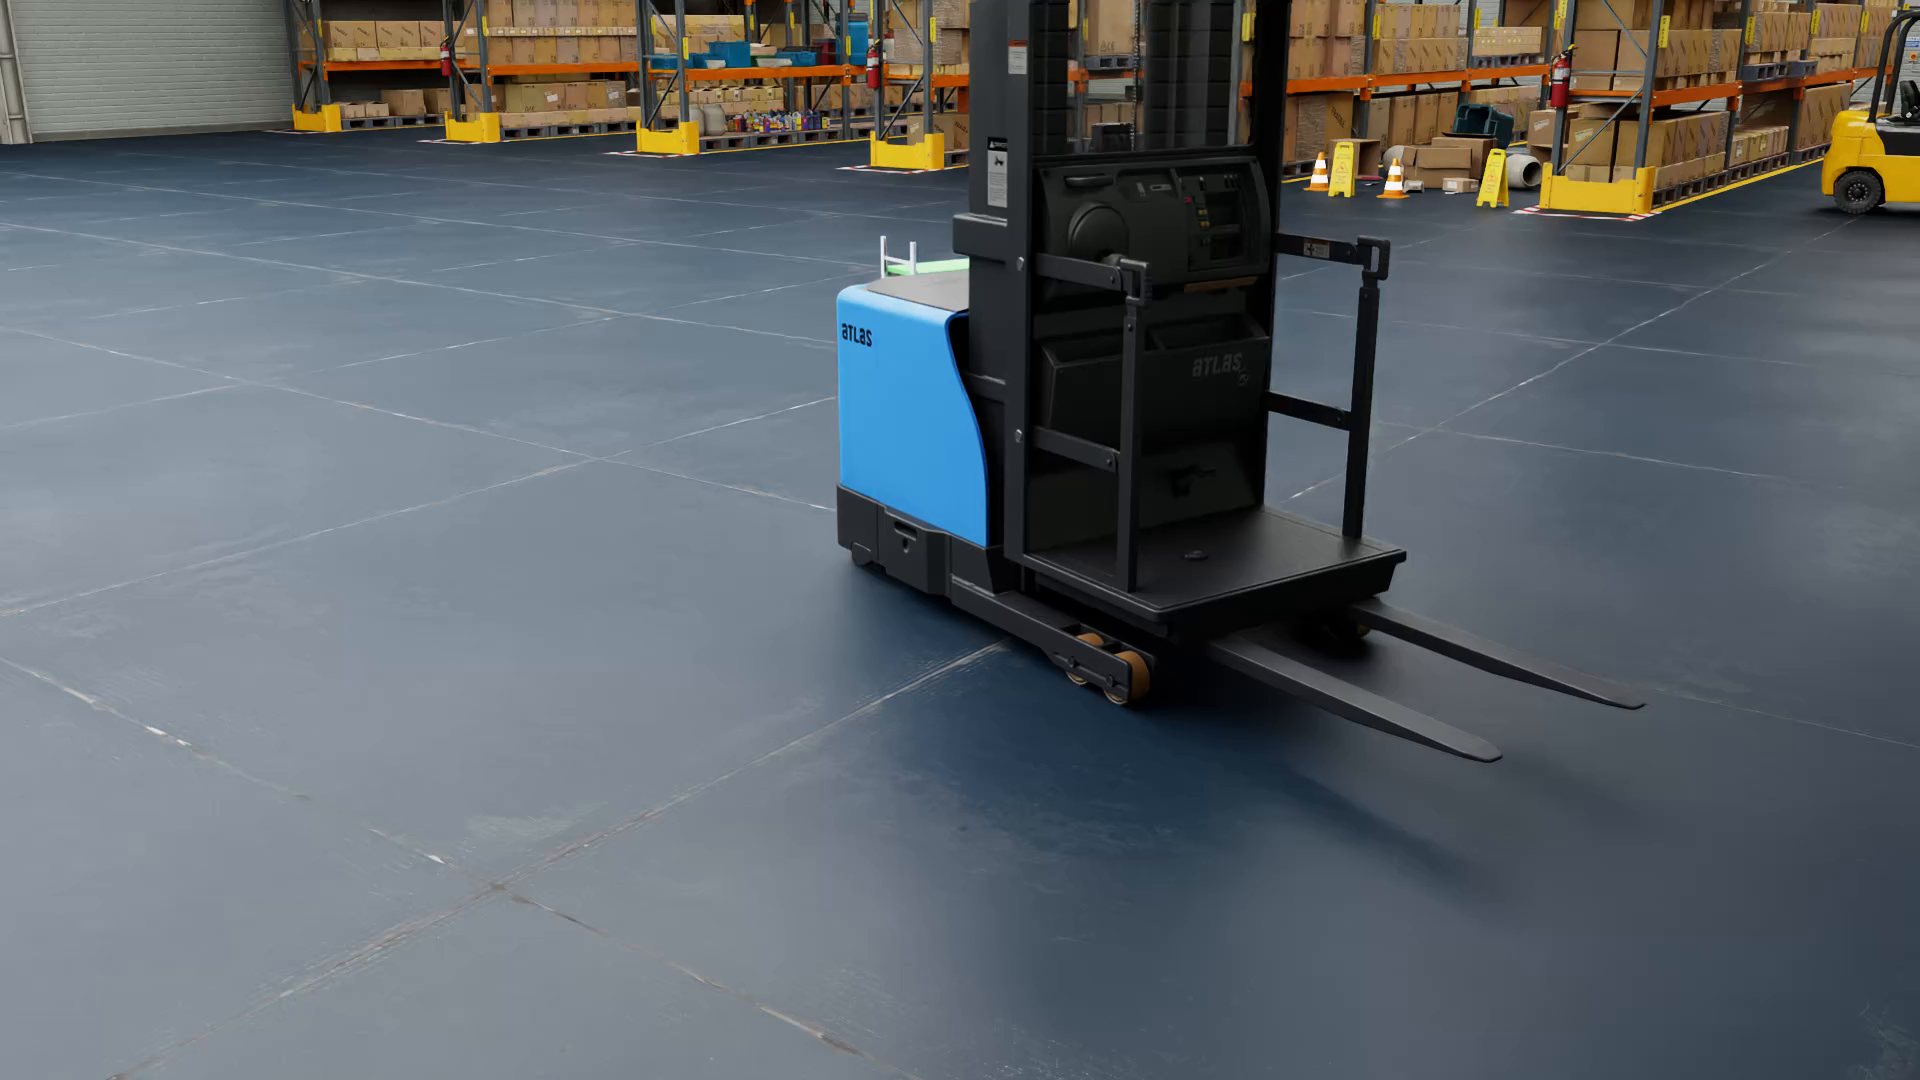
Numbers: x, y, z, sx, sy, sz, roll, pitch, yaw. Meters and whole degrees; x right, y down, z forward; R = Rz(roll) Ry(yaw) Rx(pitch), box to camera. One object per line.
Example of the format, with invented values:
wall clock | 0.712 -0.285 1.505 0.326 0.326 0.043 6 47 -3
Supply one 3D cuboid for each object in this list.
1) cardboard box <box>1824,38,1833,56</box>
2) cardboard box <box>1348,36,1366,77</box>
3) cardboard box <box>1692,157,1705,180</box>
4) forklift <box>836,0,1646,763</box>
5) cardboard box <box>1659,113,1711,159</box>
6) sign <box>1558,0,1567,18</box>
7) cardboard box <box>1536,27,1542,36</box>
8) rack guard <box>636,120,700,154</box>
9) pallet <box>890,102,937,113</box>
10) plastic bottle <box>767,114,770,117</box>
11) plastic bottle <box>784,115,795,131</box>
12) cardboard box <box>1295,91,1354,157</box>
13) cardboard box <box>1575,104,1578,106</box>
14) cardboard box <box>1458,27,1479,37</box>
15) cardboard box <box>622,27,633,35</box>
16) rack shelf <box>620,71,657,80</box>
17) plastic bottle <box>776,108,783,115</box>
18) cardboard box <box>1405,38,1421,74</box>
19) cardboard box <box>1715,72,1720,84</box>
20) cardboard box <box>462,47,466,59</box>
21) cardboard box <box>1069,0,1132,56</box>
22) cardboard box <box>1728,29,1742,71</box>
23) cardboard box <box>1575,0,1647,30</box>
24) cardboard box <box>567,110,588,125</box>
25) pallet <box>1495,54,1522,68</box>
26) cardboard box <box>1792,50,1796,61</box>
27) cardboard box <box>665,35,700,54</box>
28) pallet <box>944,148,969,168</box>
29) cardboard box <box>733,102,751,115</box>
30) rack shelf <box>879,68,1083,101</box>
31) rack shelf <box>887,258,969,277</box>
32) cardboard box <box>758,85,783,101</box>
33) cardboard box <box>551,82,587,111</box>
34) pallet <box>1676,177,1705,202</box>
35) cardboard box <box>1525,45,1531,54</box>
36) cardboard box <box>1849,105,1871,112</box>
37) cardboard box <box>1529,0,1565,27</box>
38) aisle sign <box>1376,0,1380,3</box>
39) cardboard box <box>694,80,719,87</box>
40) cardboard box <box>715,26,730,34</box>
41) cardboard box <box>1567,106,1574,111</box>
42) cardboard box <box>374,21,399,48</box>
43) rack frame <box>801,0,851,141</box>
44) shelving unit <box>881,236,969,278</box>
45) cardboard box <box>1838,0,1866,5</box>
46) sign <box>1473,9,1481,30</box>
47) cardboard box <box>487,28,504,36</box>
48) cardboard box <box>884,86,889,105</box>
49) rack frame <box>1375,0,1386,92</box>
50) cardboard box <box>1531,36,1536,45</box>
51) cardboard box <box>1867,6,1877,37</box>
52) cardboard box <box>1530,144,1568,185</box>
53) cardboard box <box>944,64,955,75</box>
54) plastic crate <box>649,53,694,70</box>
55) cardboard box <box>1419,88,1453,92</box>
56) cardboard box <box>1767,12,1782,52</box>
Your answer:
cardboard box | 13.020 -7.543 25.437 0.500 0.250 0.500 12 21 34
cardboard box | 5.275 -6.939 23.829 0.875 0.550 0.550 12 21 35
cardboard box | 8.768 -4.557 20.340 0.500 0.250 0.500 13 21 36
forklift | 0.766 -1.050 5.234 1.130 2.935 3.031 -11 21 -33
cardboard box | 8.779 -4.921 20.247 0.500 0.500 0.500 14 22 38
sign | 6.703 -5.961 18.447 0.100 0.325 0.005 12 21 35
cardboard box | 10.169 -9.098 29.745 0.380 0.149 0.250 14 22 37
rack guard | -4.792 -6.613 27.248 1.175 0.500 0.348 12 21 35
pallet | -1.215 -10.347 39.757 1.003 0.211 1.213 12 21 35
plastic bottle | -3.400 -7.435 29.537 0.097 0.271 0.097 0 17 0
plastic bottle | -2.975 -7.278 29.023 0.152 0.276 0.135 13 21 36
cardboard box | 5.054 -6.006 23.952 0.875 0.875 0.875 13 21 36
cardboard box | 11.708 -8.467 32.097 0.380 0.149 0.250 12 21 33
cardboard box | 8.302 -8.352 27.344 0.380 0.149 0.250 12 21 35
cardboard box | -6.531 -9.806 32.051 0.380 0.149 0.250 12 21 34
rack shelf | -5.200 -9.742 34.322 1.077 0.370 4.000 12 21 35
plastic bottle | -3.230 -7.559 29.804 0.144 0.351 0.185 13 22 36
cardboard box | 6.615 -7.322 25.146 0.500 0.500 0.500 12 21 34
cardboard box | 9.213 -5.748 20.669 0.380 0.149 0.250 13 21 35
cardboard box | -10.411 -10.256 34.981 0.500 0.250 0.500 12 21 35
cardboard box | 2.147 -8.510 27.420 1.000 1.000 1.000 13 21 35
cardboard box | 9.455 -6.147 20.861 0.500 0.500 0.500 12 21 33
cardboard box | 7.266 -5.982 18.643 0.700 0.500 0.500 12 21 33
cardboard box | -7.382 -7.990 31.393 0.500 0.250 0.500 12 21 35
pallet | 9.015 -8.297 28.779 1.003 0.211 1.213 12 21 35
cardboard box | 11.525 -6.817 23.406 0.380 0.149 0.250 11 20 32
cardboard box | -5.607 -9.963 33.650 0.500 0.500 0.500 14 22 39
pallet | -0.264 -5.779 25.048 1.003 0.211 1.213 12 21 35
cardboard box | -4.733 -9.039 34.771 0.500 0.250 0.500 13 21 36
rack shelf | 0.370 -7.038 25.614 1.077 0.370 4.000 12 21 35
rack shelf | -0.043 -1.054 6.763 0.480 0.148 0.258 -11 21 -33
cardboard box | -4.123 -9.549 35.470 0.500 0.311 0.500 13 22 36
cardboard box | -7.381 -8.348 31.281 0.500 0.500 0.500 12 21 35
pallet | 8.422 -4.317 20.341 1.003 0.211 1.213 12 21 35
cardboard box | 9.870 -8.693 29.445 0.380 0.149 0.250 12 21 35
cardboard box | 15.280 -7.333 28.963 0.875 0.438 0.875 12 21 33
cardboard box | 10.716 -9.595 30.277 0.500 0.500 0.500 13 22 36
aisle sign | 8.996 -11.922 35.744 0.394 0.787 0.004 12 21 35
cardboard box | -6.416 -11.173 40.633 0.750 0.750 0.750 13 22 36
cardboard box | -5.974 -12.311 40.677 0.500 0.500 0.500 13 21 35
cardboard box | 11.467 -8.188 31.703 0.380 0.149 0.250 12 21 34
cardboard box | -11.615 -10.126 33.298 0.500 0.500 0.500 12 21 33
rack frame | -2.416 -8.733 29.860 1.000 3.000 0.127 12 21 35
shelving unit | -0.043 -0.657 6.887 0.503 1.200 0.258 -11 21 -33
cardboard box | 14.684 -8.877 27.373 0.380 0.149 0.250 12 21 34
sign | 8.316 -8.366 26.724 0.100 0.325 0.005 12 21 35
cardboard box | -8.369 -9.070 29.681 0.380 0.149 0.250 12 21 34
cardboard box | -1.990 -10.247 38.206 0.500 0.500 0.500 13 21 35
rack frame | 8.712 -10.716 36.245 1.000 3.000 0.127 12 21 35
cardboard box | 10.017 -8.893 29.588 0.380 0.149 0.250 13 21 35
cardboard box | 15.071 -8.727 27.986 0.500 0.500 0.500 12 21 34
cardboard box | 7.789 -4.900 21.725 0.500 0.500 0.500 -4 18 -13
cardboard box | -0.296 -6.867 24.274 0.380 0.149 0.250 12 21 35
plastic crate | -4.742 -7.882 27.368 0.499 0.251 0.616 12 21 35
cardboard box | 8.065 -7.484 28.080 0.500 0.250 0.500 12 21 33
cardboard box | 10.634 -6.793 22.233 0.500 0.500 0.500 12 21 34
